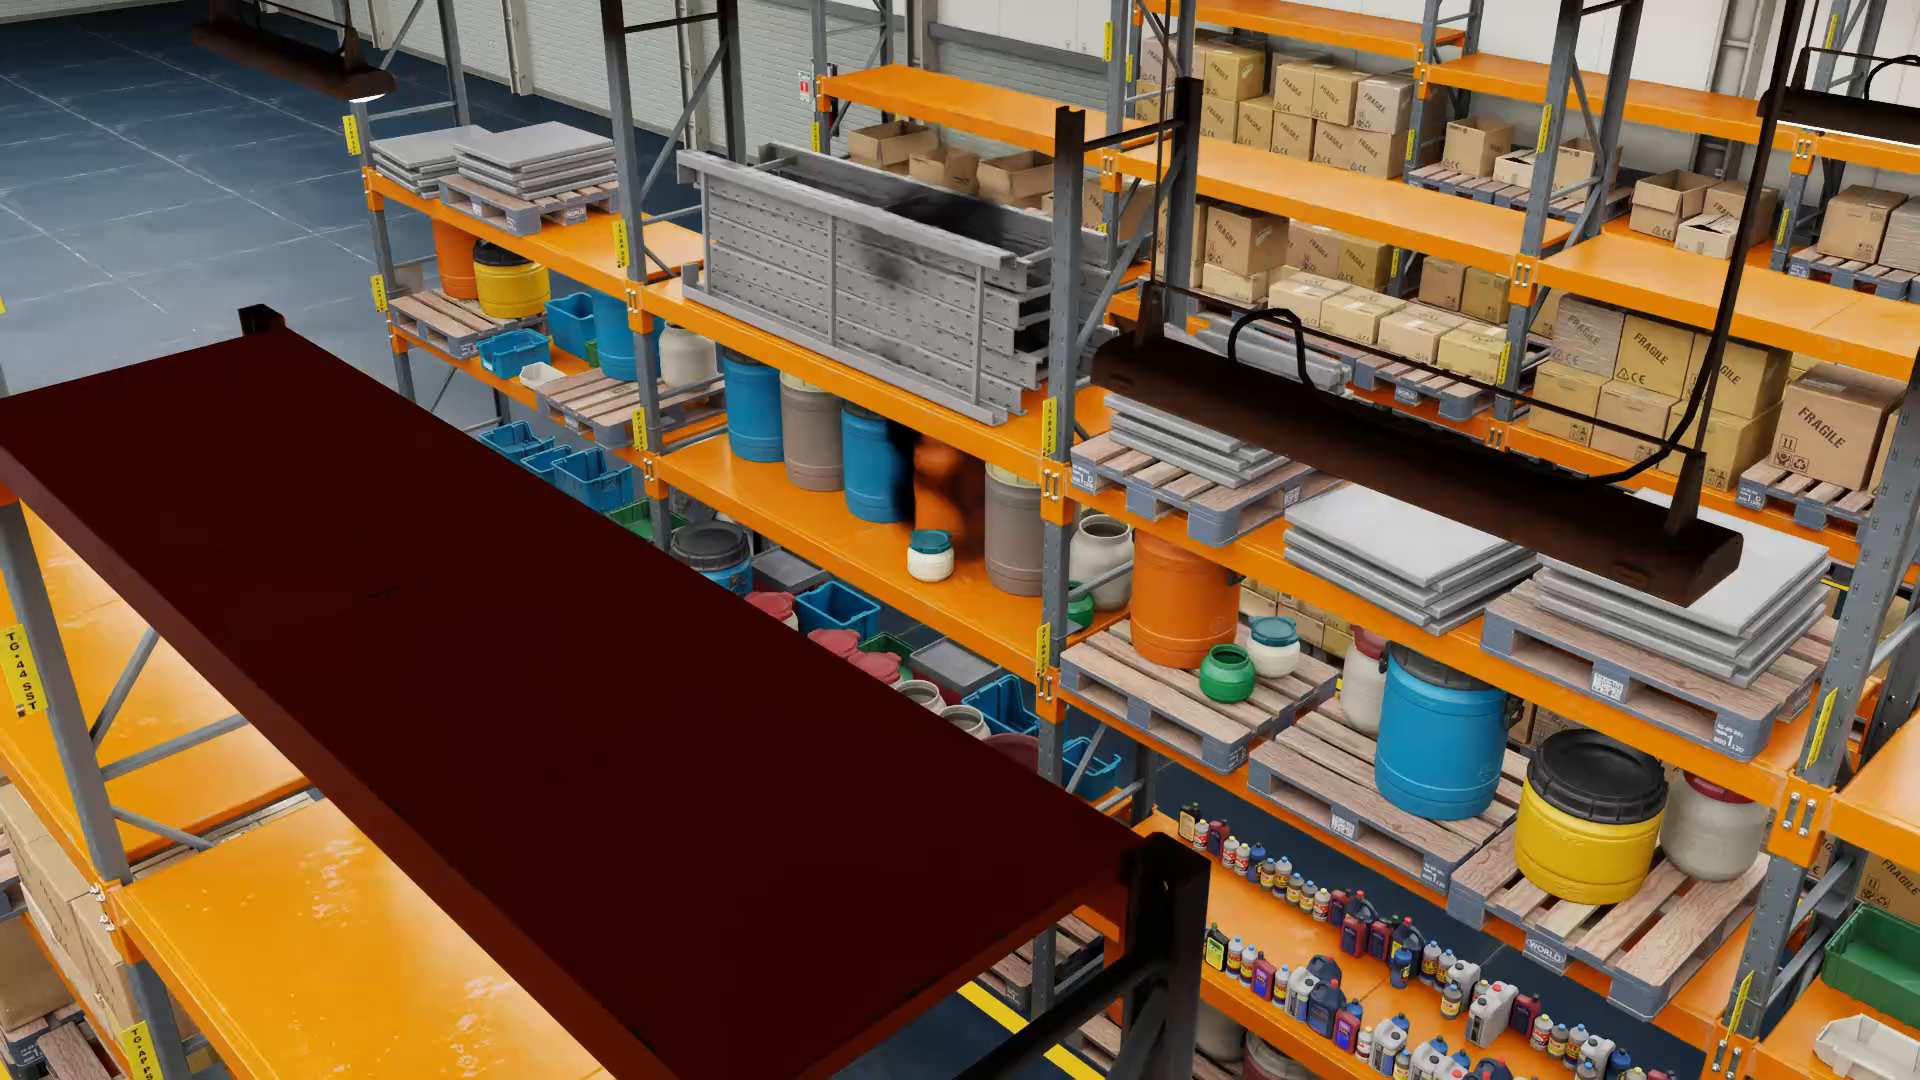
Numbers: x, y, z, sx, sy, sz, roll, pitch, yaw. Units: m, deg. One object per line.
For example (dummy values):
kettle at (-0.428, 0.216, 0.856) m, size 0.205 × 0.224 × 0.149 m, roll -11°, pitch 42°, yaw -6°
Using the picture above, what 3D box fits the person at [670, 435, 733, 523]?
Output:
person at (-2.535, -0.613, 16.058) m, size 0.984 × 1.765 × 0.685 m, roll 18°, pitch 33°, yaw 30°
